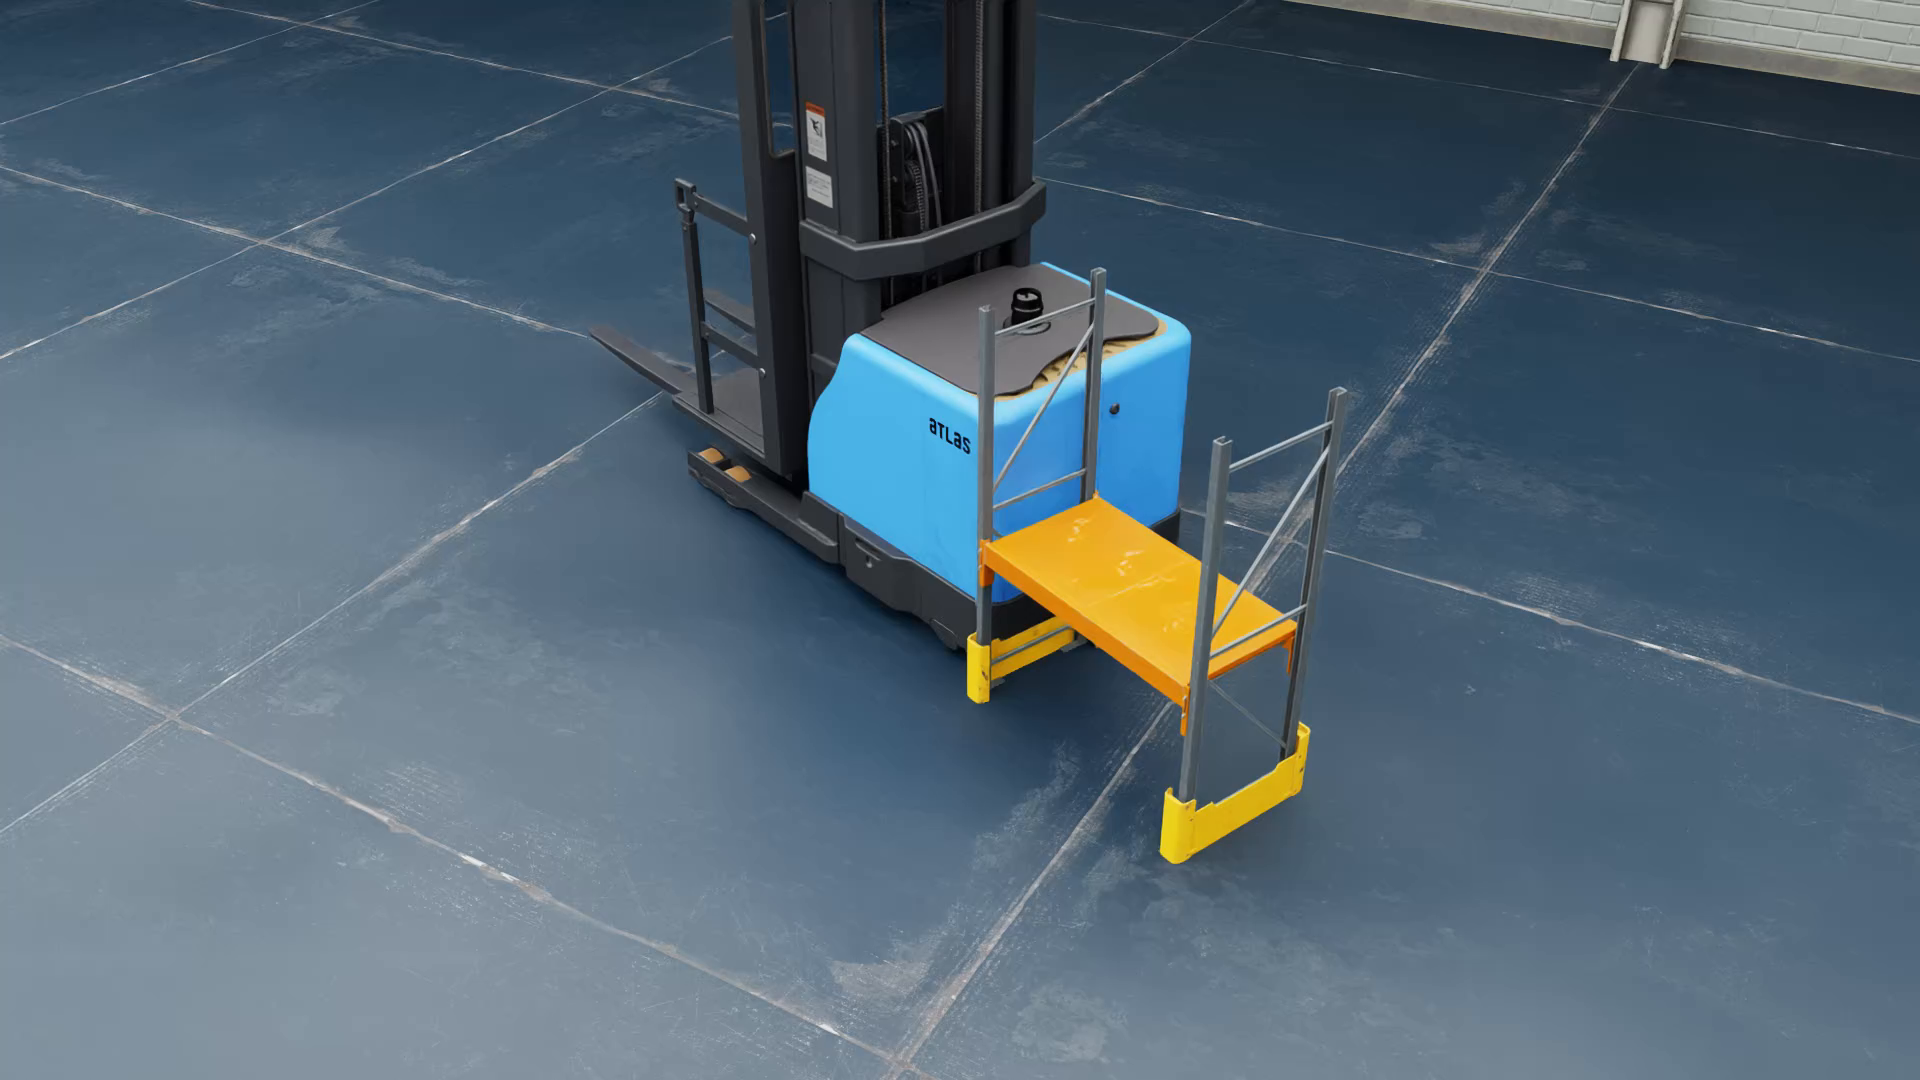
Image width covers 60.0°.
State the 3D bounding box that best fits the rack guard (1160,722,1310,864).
[{"bbox_3d":[0.883,0.802,5.321,0.587,0.250,0.087,-23,40,-30],"label":"rack guard"}]

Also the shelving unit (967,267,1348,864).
[{"bbox_3d":[0.580,0.062,5.303,0.587,1.500,1.083,-23,40,-30],"label":"shelving unit"}]

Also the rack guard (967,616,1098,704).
[{"bbox_3d":[0.277,0.363,5.979,0.587,0.250,0.087,-23,40,-30],"label":"rack guard"}]

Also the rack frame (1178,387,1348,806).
[{"bbox_3d":[0.883,0.282,4.974,0.500,1.500,0.032,-23,40,-30],"label":"rack frame"}]

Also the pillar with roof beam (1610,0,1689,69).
[{"bbox_3d":[2.765,-5.130,6.335,0.400,9.000,9.100,18,37,24],"label":"pillar with roof beam"}]

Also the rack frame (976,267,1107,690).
[{"bbox_3d":[0.265,-0.165,5.645,0.500,1.500,0.032,-23,40,-30],"label":"rack frame"}]

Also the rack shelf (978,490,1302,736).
[{"bbox_3d":[0.574,0.208,5.409,0.538,0.185,1.000,-23,40,-30],"label":"rack shelf"}]

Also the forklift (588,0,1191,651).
[{"bbox_3d":[-0.504,-1.527,6.399,1.130,2.935,3.031,-26,42,-34],"label":"forklift"}]
